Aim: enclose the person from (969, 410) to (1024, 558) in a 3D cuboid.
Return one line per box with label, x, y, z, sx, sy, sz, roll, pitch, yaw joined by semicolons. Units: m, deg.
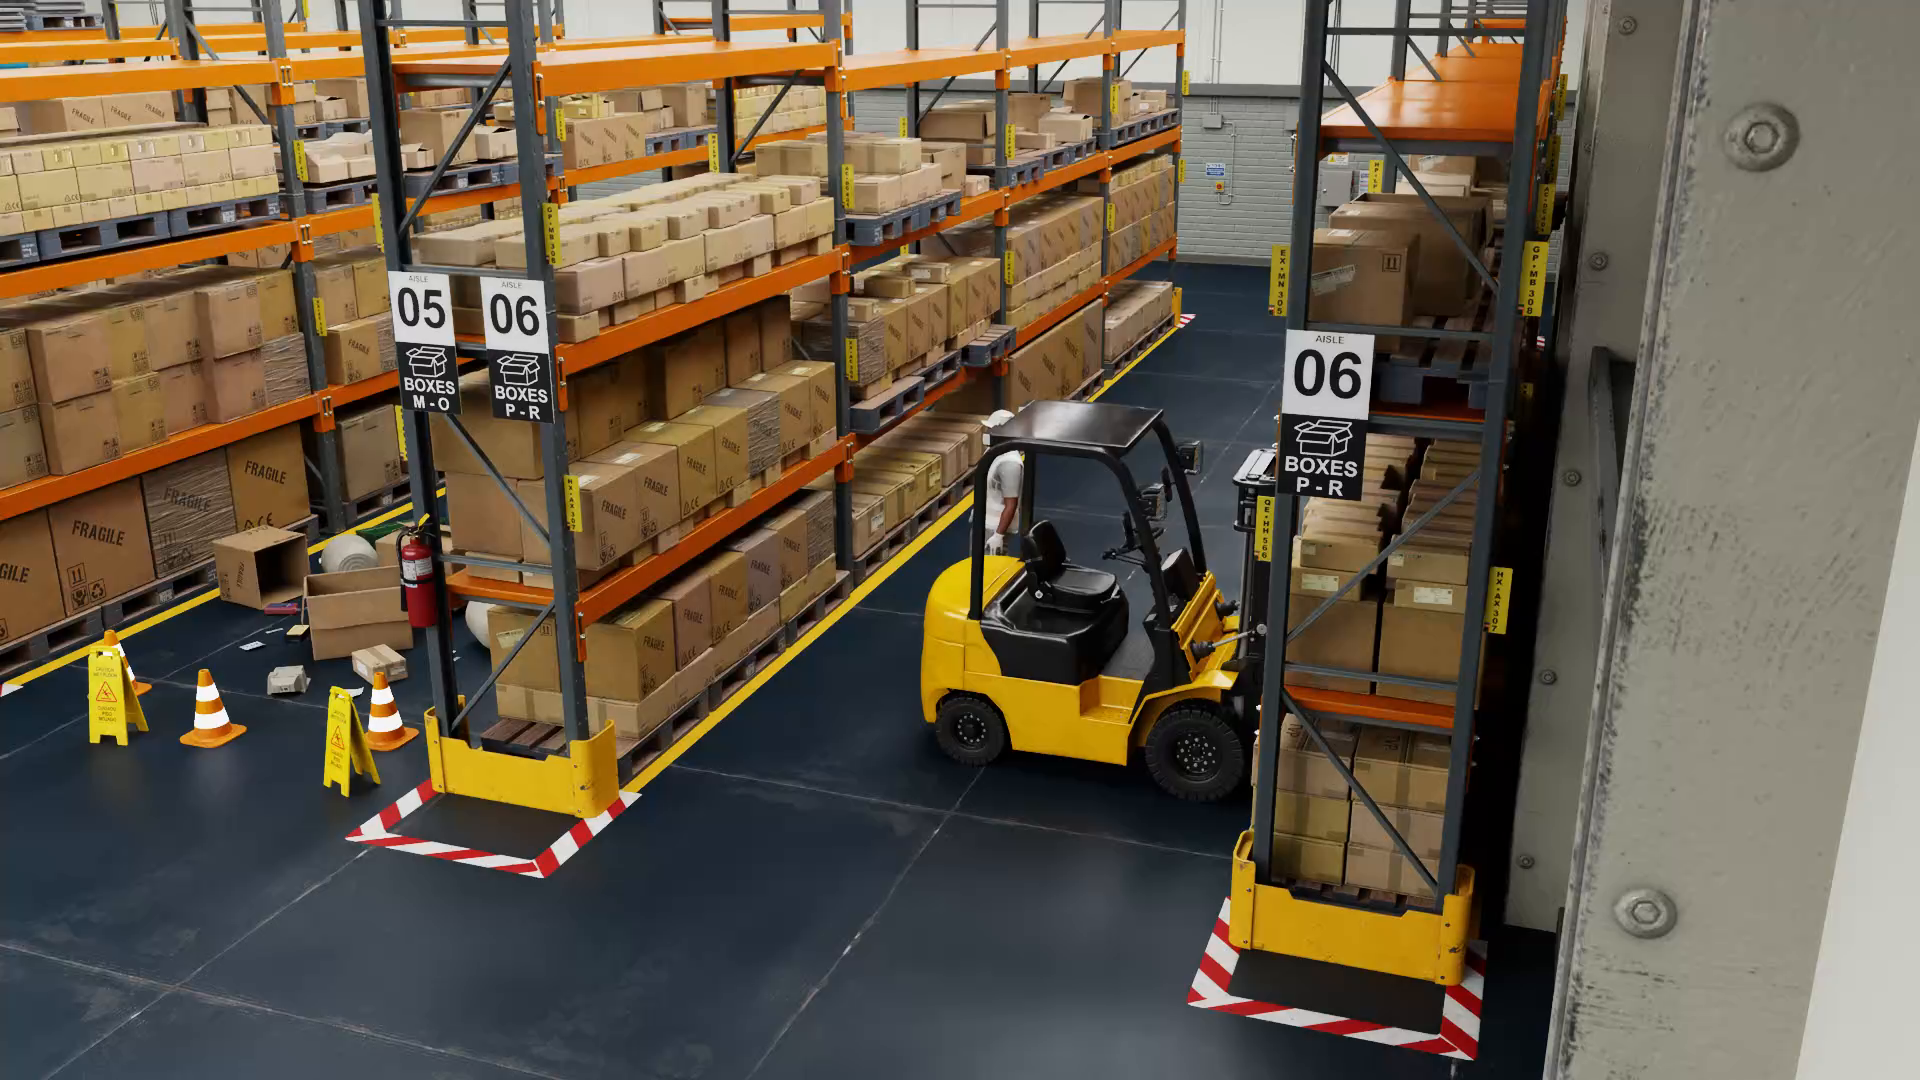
person;0.169;-0.098;12.292;0.576;1.784;0.657;-4;19;-12
